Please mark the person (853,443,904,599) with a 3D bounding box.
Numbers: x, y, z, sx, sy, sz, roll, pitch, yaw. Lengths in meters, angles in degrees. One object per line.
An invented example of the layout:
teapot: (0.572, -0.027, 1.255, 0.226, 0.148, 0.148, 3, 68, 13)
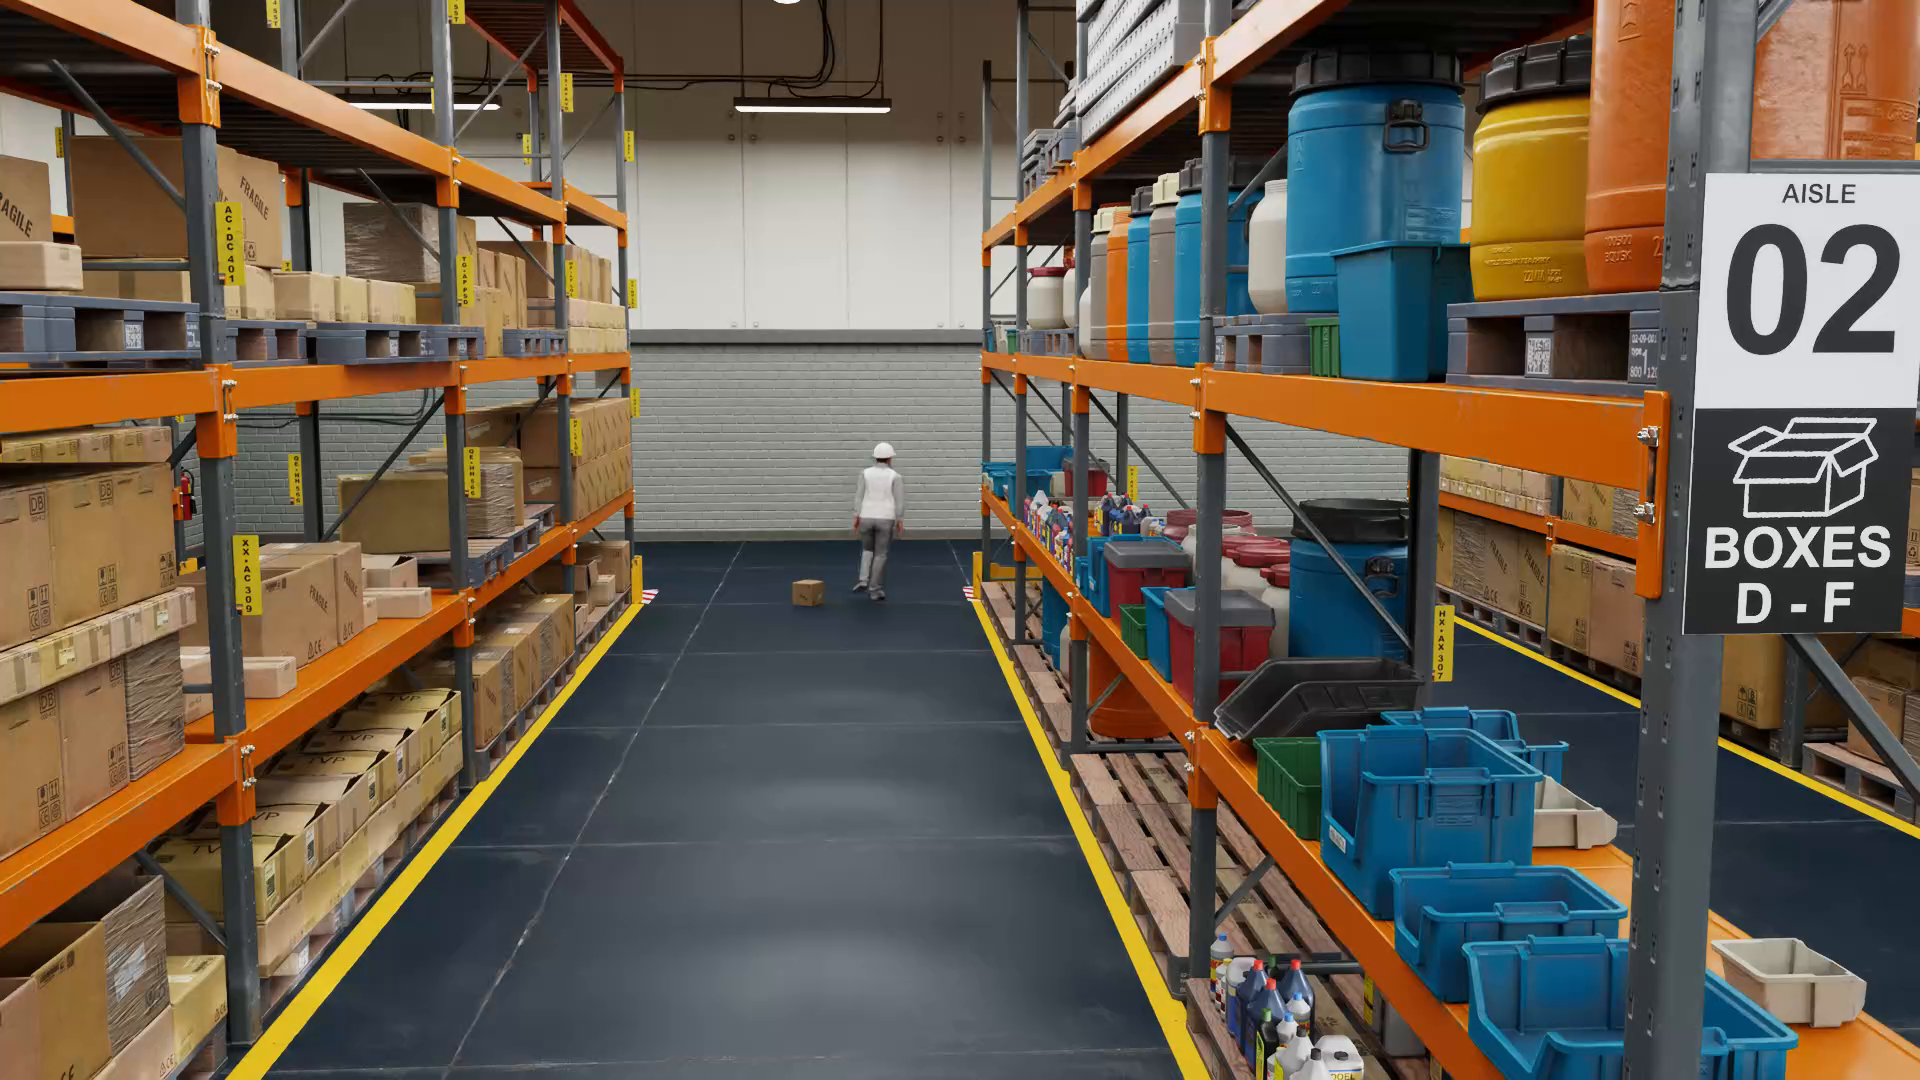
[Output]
person: (-0.924, -0.225, 18.917, 0.591, 1.760, 0.486, 2, 7, 16)
